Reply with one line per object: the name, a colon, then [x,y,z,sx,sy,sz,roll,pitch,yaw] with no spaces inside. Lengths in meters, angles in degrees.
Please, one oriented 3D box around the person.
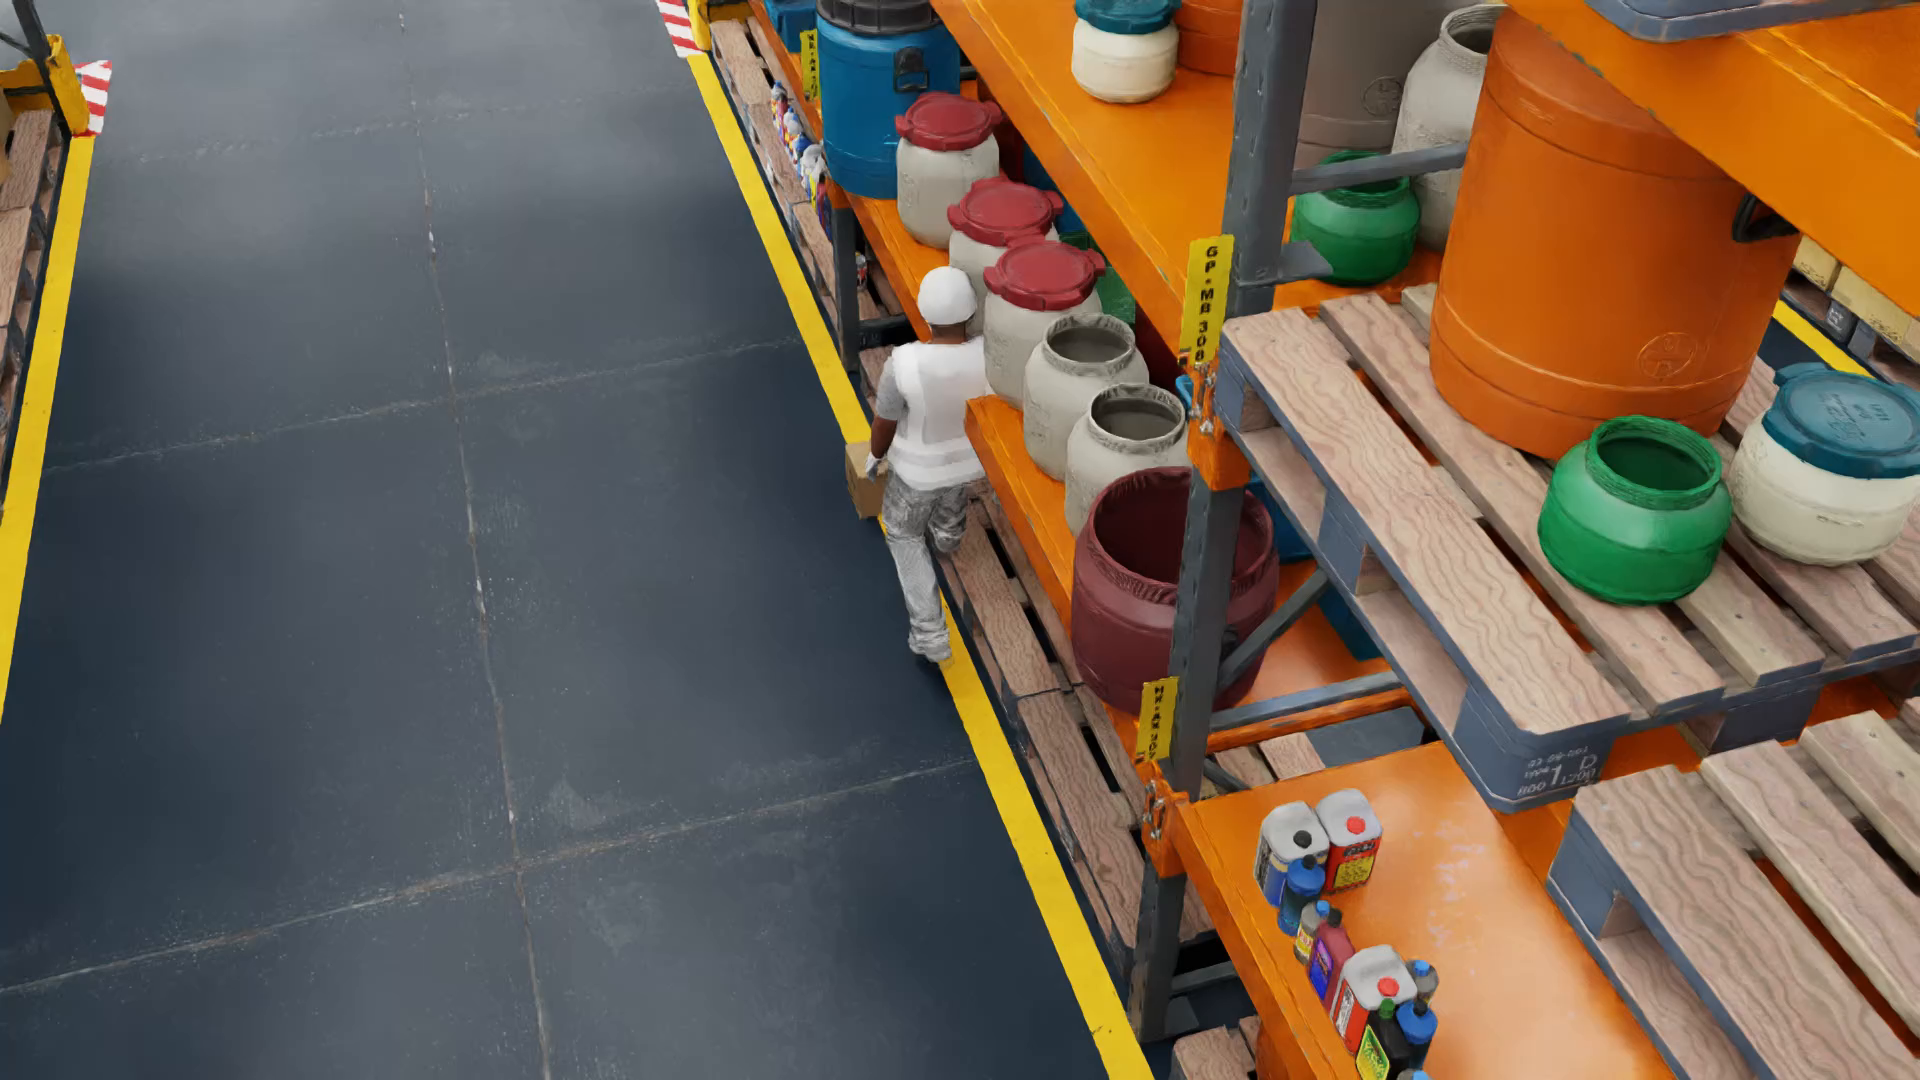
person: [-0.088,-0.377,6.495,0.557,1.681,0.880,-14,44,-15]
